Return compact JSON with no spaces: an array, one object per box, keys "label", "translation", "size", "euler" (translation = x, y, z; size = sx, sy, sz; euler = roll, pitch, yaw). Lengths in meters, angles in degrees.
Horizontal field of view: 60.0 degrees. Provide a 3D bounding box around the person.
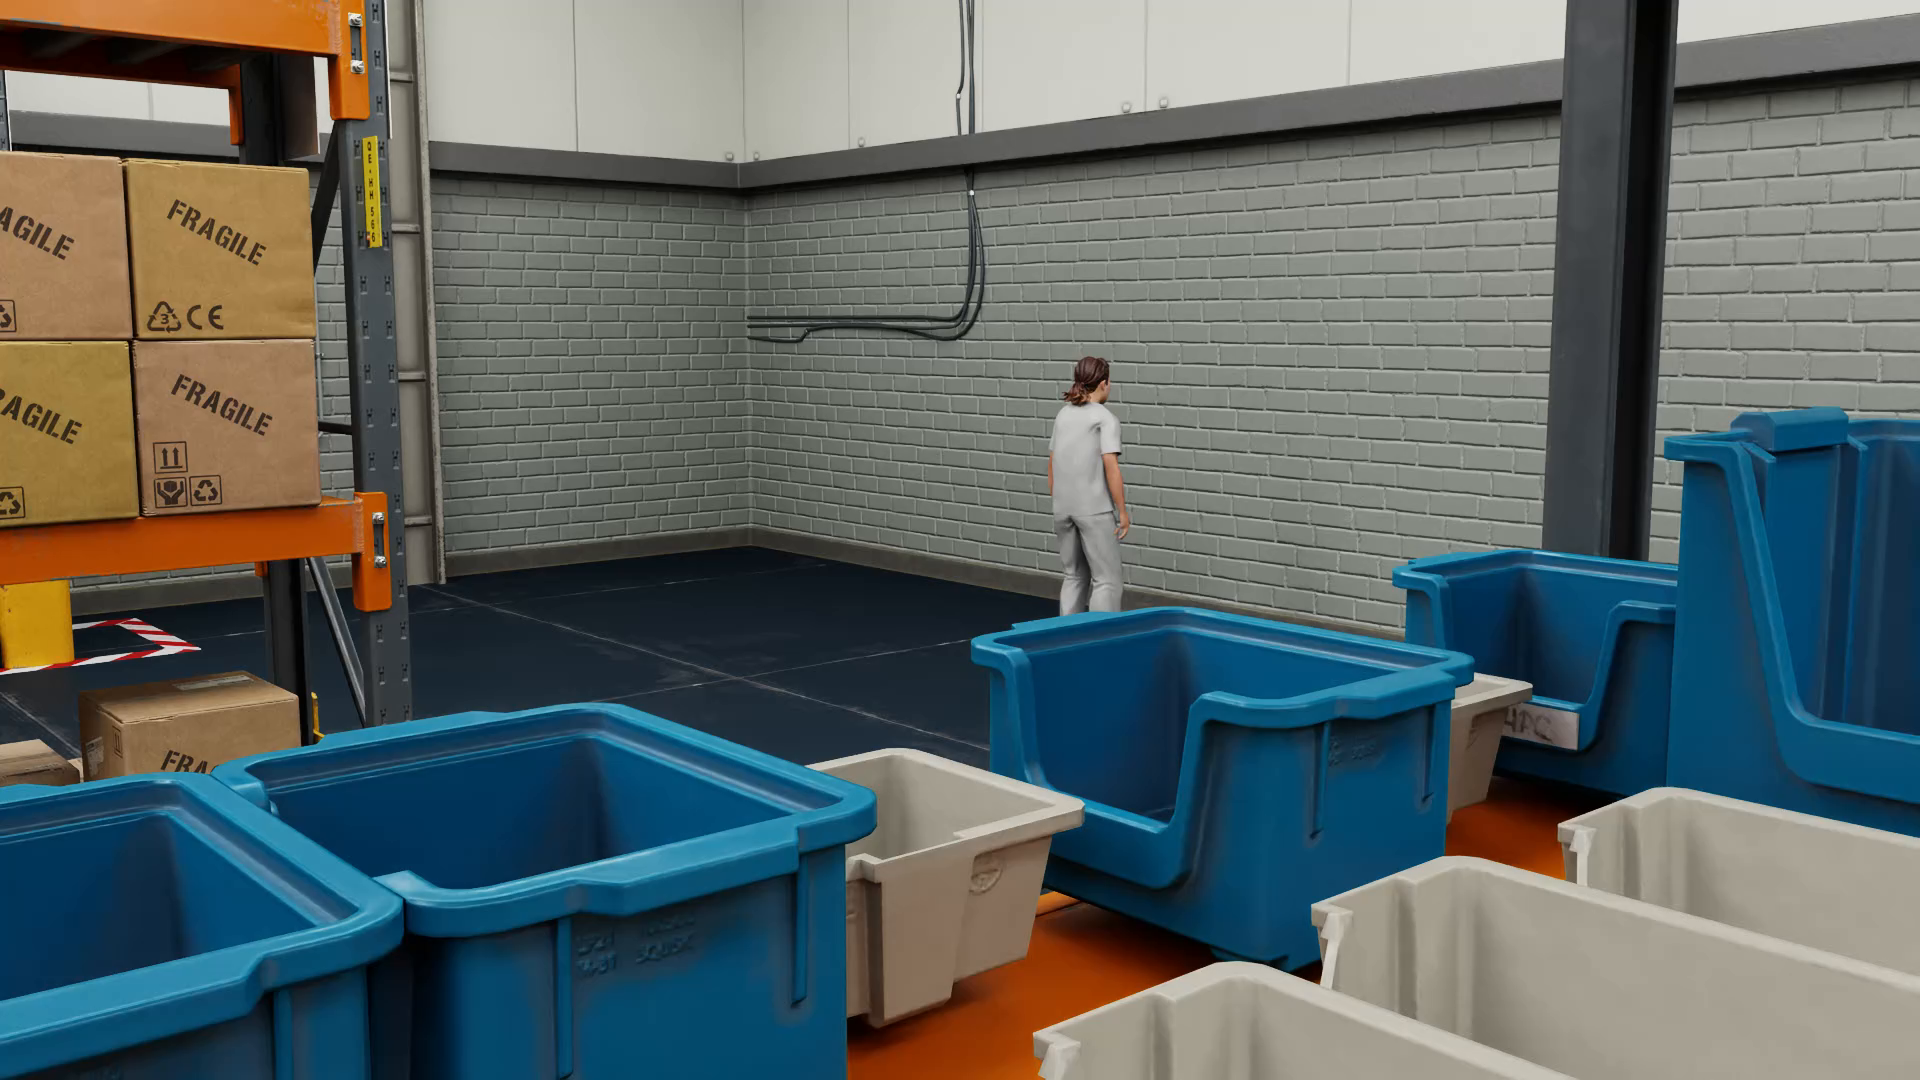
[{"label":"person","translation":[0.684,-0.131,8.792],"size":[0.357,1.672,0.514],"euler":[-7,10,-44]}]
